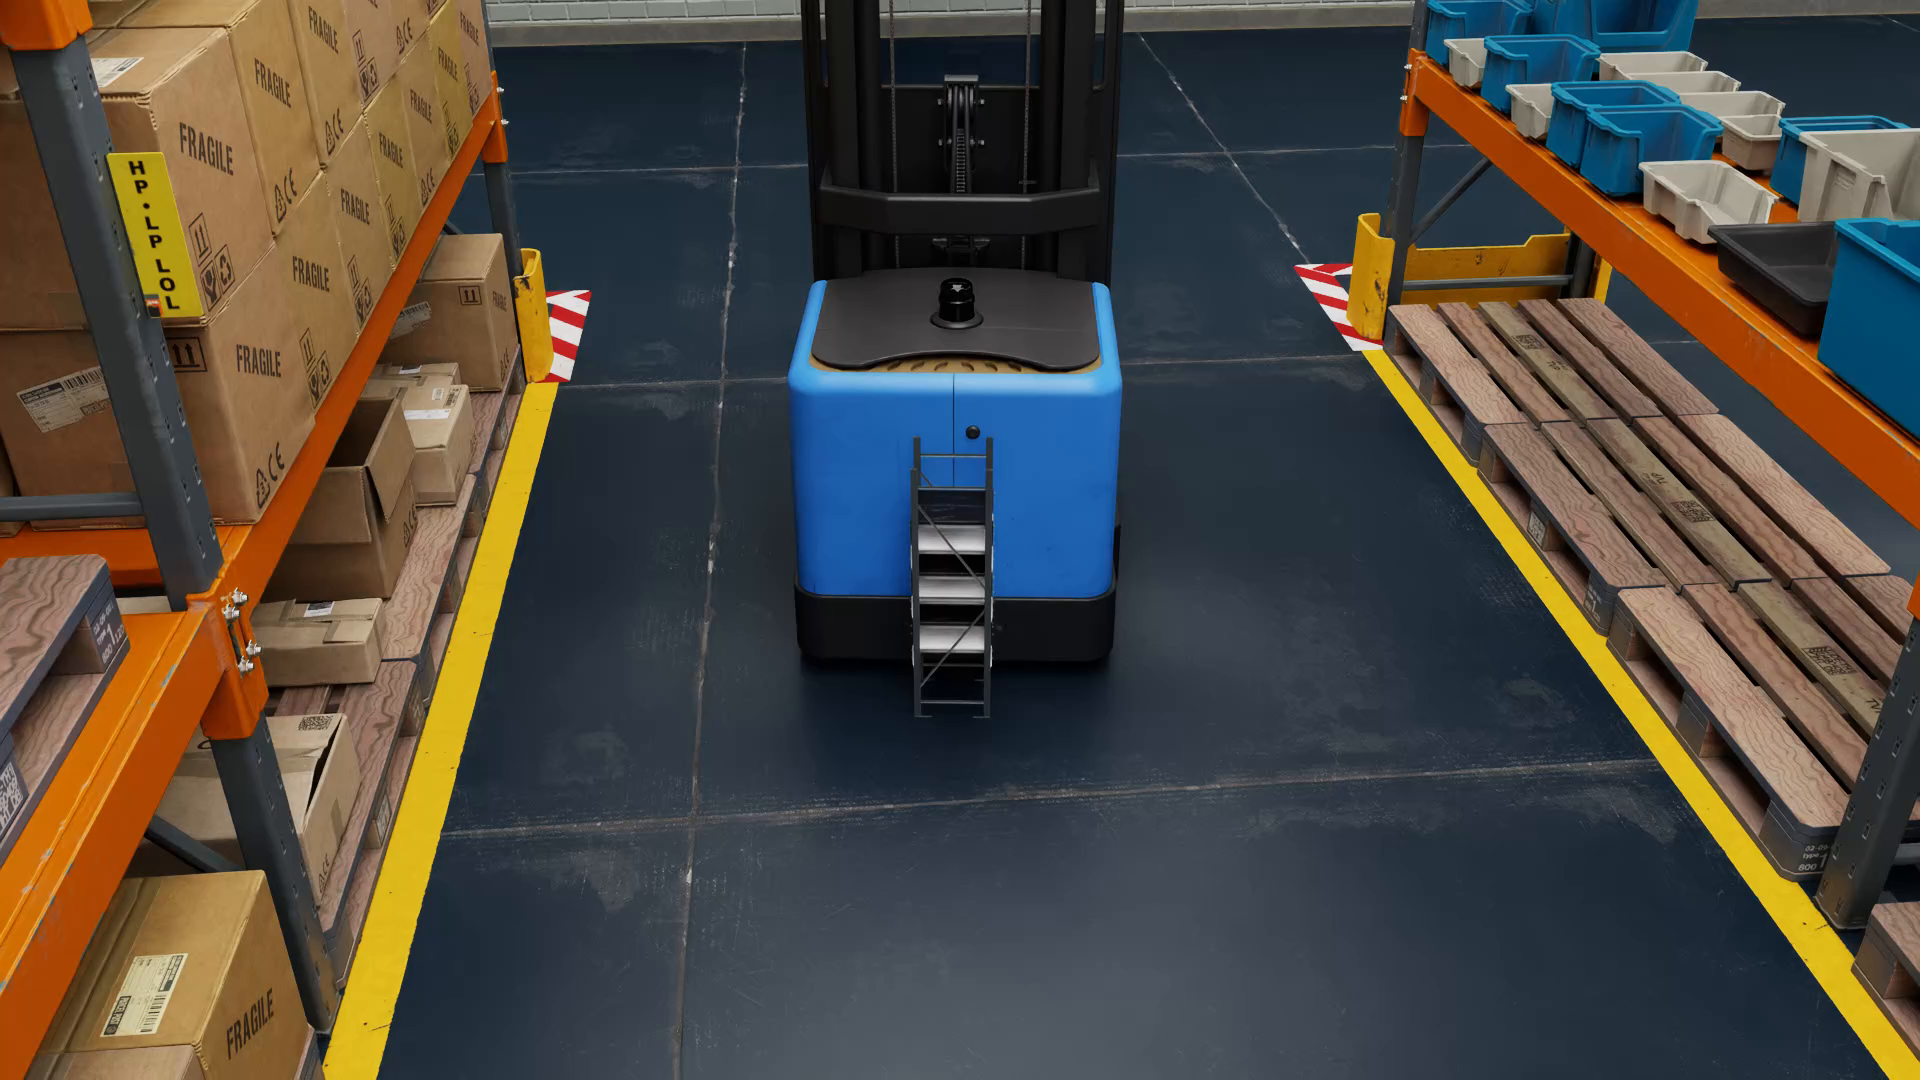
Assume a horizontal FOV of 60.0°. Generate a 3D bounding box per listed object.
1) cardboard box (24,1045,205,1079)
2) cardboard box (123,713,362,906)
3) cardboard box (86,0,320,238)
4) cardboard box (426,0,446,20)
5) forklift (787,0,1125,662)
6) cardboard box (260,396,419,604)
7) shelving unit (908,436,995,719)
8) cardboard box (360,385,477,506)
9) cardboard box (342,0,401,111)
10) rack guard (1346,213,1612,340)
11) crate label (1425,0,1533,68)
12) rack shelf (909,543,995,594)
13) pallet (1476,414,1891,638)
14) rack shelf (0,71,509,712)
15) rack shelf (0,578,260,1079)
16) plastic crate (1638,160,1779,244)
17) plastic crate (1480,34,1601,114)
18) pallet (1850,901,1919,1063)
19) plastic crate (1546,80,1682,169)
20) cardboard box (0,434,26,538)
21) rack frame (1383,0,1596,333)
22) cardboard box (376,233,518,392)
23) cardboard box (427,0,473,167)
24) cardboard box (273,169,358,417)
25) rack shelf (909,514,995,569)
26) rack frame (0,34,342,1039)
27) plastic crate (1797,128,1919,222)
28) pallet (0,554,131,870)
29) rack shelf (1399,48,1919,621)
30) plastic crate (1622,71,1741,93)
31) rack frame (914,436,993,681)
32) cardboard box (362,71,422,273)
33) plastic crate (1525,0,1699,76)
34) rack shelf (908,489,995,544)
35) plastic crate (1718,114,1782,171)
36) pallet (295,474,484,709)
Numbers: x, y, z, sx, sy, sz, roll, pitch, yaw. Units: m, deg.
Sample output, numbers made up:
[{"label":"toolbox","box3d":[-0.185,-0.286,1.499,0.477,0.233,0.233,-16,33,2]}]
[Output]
[{"label":"cardboard box","box3d":[-1.710,1.325,3.115,0.500,0.500,0.500,-3,31,-4]},{"label":"cardboard box","box3d":[-1.903,0.691,4.361,0.500,0.311,0.500,-3,31,-5]},{"label":"cardboard box","box3d":[-1.892,-1.040,3.993,0.500,0.500,0.500,-4,31,-6]},{"label":"cardboard box","box3d":[-2.089,-2.092,5.755,0.500,0.500,0.500,-2,31,-3]},{"label":"forklift","box3d":[0.014,-1.579,6.035,1.130,2.935,3.031,1,31,1]},{"label":"cardboard box","box3d":[-2.260,-0.126,5.541,0.797,0.503,0.637,-3,31,-5]},{"label":"shelving unit","box3d":[-0.022,0.128,5.158,0.258,0.900,0.210,1,31,1]},{"label":"cardboard box","box3d":[-2.098,-0.348,6.160,0.500,0.250,0.500,-3,31,-5]},{"label":"cardboard box","box3d":[-1.988,-1.566,4.874,0.500,0.500,0.500,-2,31,-3]},{"label":"rack guard","box3d":[2.464,-1.266,7.882,1.175,0.500,0.348,-3,31,-5]},{"label":"crate label","box3d":[2.175,-2.140,7.012,0.416,0.233,0.303,-3,31,-5]},{"label":"rack shelf","box3d":[-0.022,0.080,5.129,0.258,0.077,0.200,1,31,1]},{"label":"pallet","box3d":[2.629,-0.086,6.188,1.003,0.211,1.213,-3,31,-5]},{"label":"rack shelf","box3d":[-2.266,-0.762,5.303,1.077,0.370,4.000,-3,31,-5]},{"label":"rack shelf","box3d":[-1.892,1.280,1.884,1.077,0.370,4.000,-3,31,-5]},{"label":"plastic crate","box3d":[2.391,-1.073,5.319,0.293,0.136,0.466,-3,31,-5]},{"label":"plastic crate","box3d":[2.236,-1.804,6.449,0.416,0.233,0.300,-3,31,-5]},{"label":"pallet","box3d":[2.884,1.308,3.855,1.003,0.211,1.213,-3,31,-5]},{"label":"plastic crate","box3d":[2.298,-1.467,5.886,0.416,0.233,0.300,-3,31,-5]},{"label":"cardboard box","box3d":[-2.381,-0.336,3.790,0.500,0.500,0.500,-2,31,-4]},{"label":"rack frame","box3d":[2.479,-2.328,7.222,1.000,3.000,0.127,-3,31,-5]},{"label":"cardboard box","box3d":[-2.157,-0.942,6.911,0.500,0.500,0.500,-3,31,-5]},{"label":"cardboard box","box3d":[-2.088,-1.655,5.998,0.500,0.500,0.500,-2,31,-4]},{"label":"cardboard box","box3d":[-1.906,-0.627,4.278,0.500,0.500,0.500,-2,31,-4]},{"label":"rack shelf","box3d":[-0.022,0.002,5.082,0.258,0.077,0.200,1,31,1]},{"label":"rack frame","box3d":[-2.079,-0.050,3.409,1.000,3.000,0.127,-3,31,-5]},{"label":"plastic crate","box3d":[2.894,-1.049,5.138,0.437,0.282,0.530,-3,31,-5]},{"label":"pallet","box3d":[-2.113,0.446,2.766,1.003,0.211,1.213,-3,31,-5]},{"label":"rack shelf","box3d":[2.666,-0.998,5.697,1.077,0.370,4.000,-3,31,-5]},{"label":"plastic crate","box3d":[2.748,-1.684,6.343,0.396,0.136,0.243,-3,31,-5]},{"label":"rack frame","box3d":[-0.020,0.076,5.245,0.240,0.900,0.006,1,31,1]},{"label":"cardboard box","box3d":[-2.000,-1.143,5.140,0.500,0.500,0.500,-3,31,-5]},{"label":"plastic crate","box3d":[2.697,-2.207,6.926,0.616,0.435,0.499,-3,31,-5]},{"label":"rack shelf","box3d":[-0.022,-0.075,5.036,0.258,0.077,0.200,1,31,1]},{"label":"plastic crate","box3d":[2.845,-1.393,5.855,0.298,0.136,0.250,-3,31,-5]},{"label":"pallet","box3d":[-2.259,0.172,5.756,1.003,0.211,1.213,-3,31,-5]}]
